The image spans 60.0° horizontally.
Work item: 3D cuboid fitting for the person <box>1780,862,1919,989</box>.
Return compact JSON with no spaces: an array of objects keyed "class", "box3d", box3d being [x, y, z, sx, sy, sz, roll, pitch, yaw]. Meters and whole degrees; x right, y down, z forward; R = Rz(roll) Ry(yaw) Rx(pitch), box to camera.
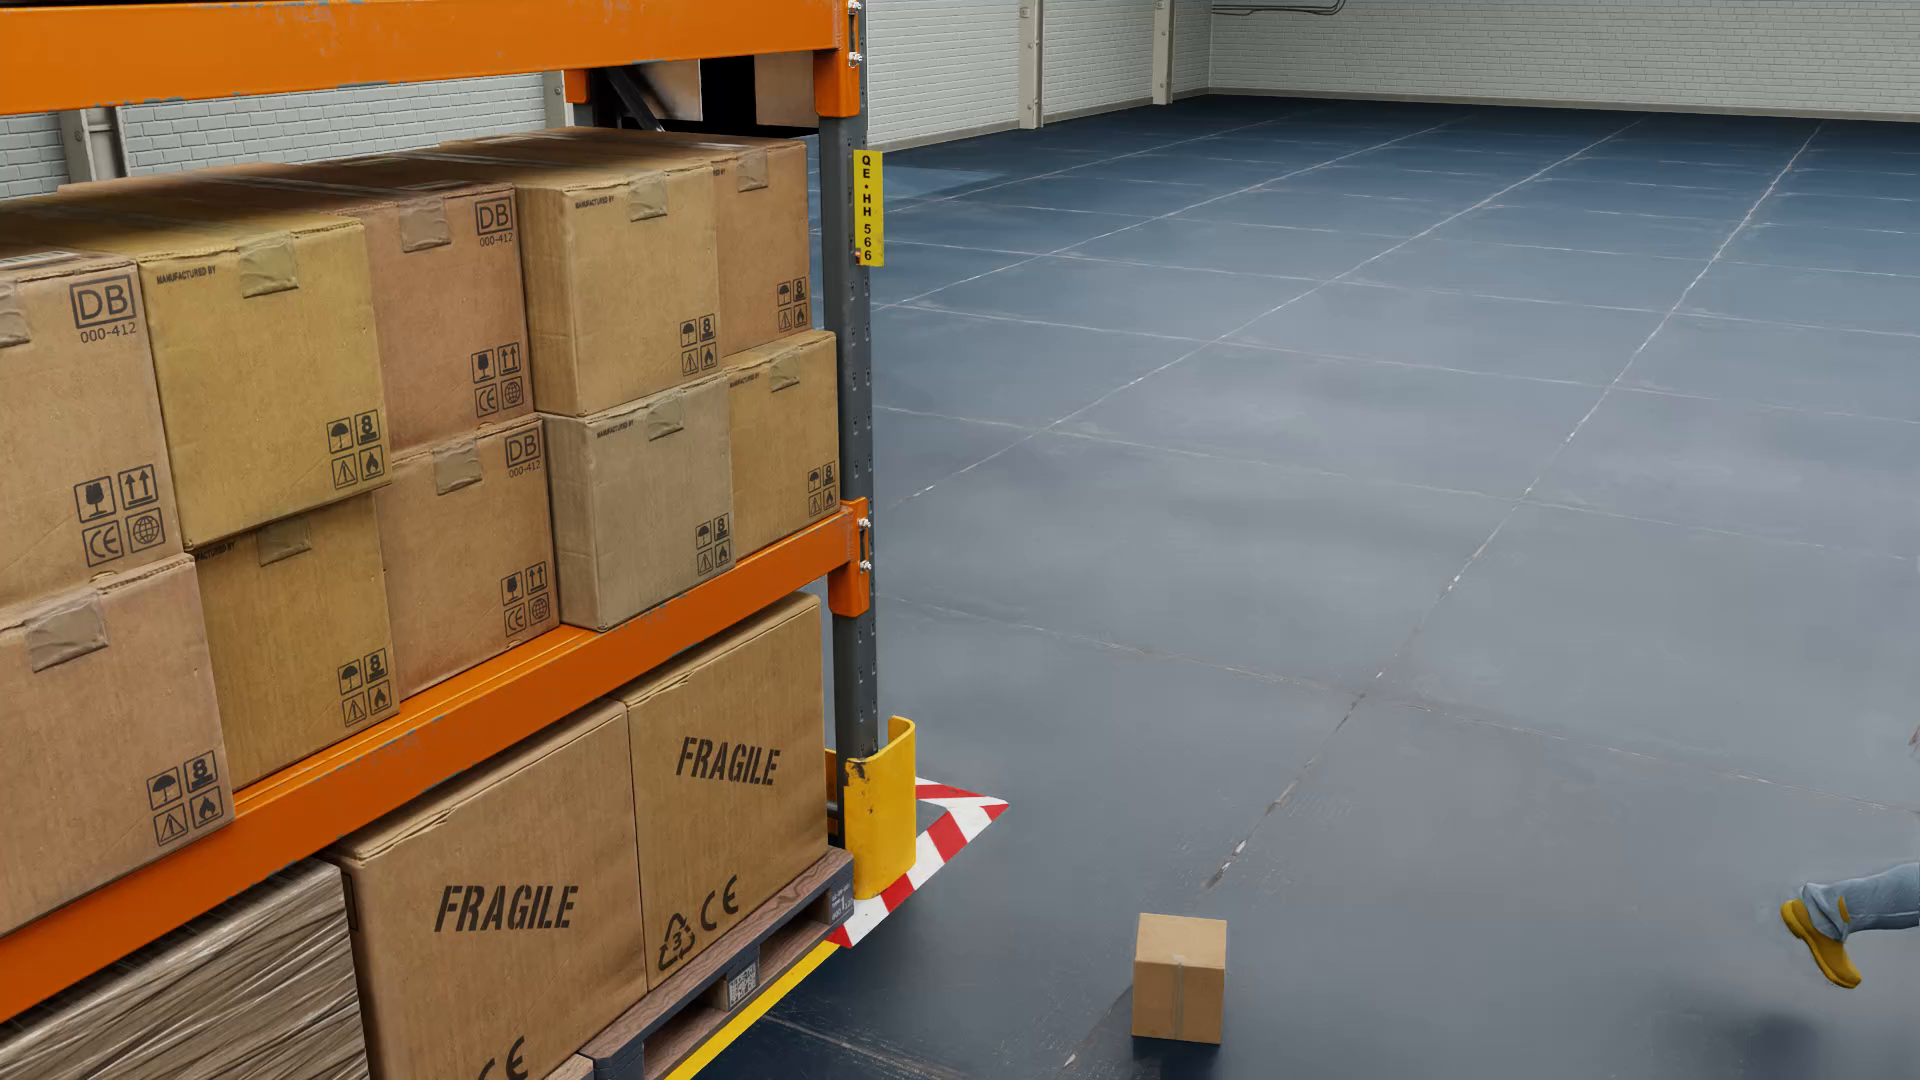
[{"class":"person","box3d":[2.782,0.533,4.488,0.860,1.740,0.613,7,21,20]}]
